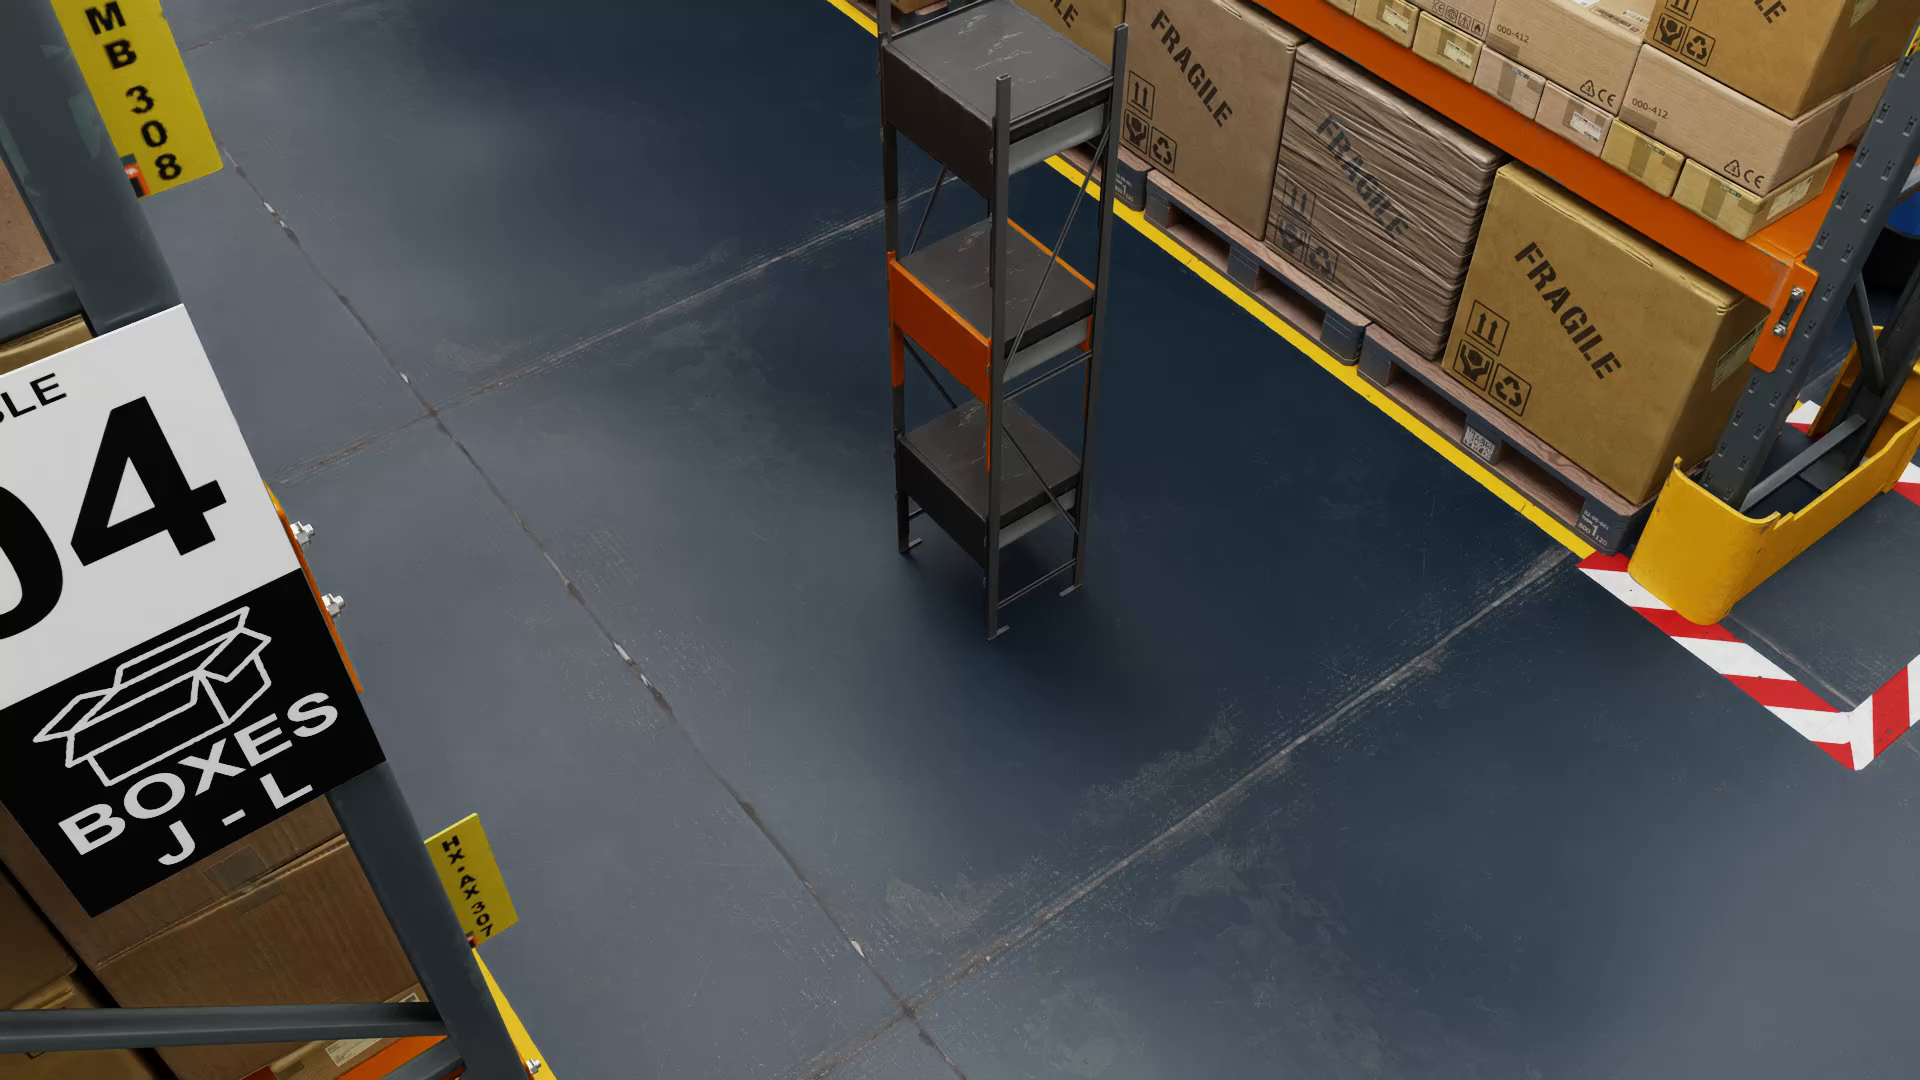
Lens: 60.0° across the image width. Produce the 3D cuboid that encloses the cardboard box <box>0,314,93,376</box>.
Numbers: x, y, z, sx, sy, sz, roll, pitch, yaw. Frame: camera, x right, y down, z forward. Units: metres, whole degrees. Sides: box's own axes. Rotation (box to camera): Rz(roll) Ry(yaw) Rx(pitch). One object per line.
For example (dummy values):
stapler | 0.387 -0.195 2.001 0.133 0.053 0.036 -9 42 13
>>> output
cardboard box | -1.279 -0.253 2.031 0.500 0.250 0.500 -28 53 -23

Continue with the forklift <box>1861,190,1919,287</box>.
forklift | 4.182 -3.036 6.524 1.130 2.935 3.031 2 48 2

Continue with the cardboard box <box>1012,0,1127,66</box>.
cardboard box | 0.712 -2.443 7.091 0.875 0.875 0.875 -29 54 -24

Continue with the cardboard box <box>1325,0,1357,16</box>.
cardboard box | 1.395 -1.961 5.673 0.380 0.149 0.250 -28 54 -23

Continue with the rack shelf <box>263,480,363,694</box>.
rack shelf | -2.422 -0.862 2.967 1.077 0.370 4.000 -29 54 -24

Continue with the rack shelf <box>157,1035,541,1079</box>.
rack shelf | -2.422 0.146 4.079 1.077 0.370 4.000 -29 54 -24

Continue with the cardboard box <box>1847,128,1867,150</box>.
cardboard box | 2.845 -1.355 5.123 0.380 0.149 0.250 -29 54 -24

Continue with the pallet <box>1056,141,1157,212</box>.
pallet | 0.774 -2.020 7.439 1.003 0.211 1.213 -29 54 -24

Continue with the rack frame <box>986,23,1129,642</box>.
rack frame | 0.248 -0.464 4.753 0.400 2.100 0.015 -29 54 -24

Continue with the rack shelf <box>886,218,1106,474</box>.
rack shelf | 0.100 -0.598 4.894 0.431 0.518 0.480 -29 54 -24

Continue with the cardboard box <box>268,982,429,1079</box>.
cardboard box | -1.146 0.830 3.143 0.380 0.149 0.250 -30 54 -24

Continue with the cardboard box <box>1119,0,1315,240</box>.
cardboard box | 1.257 -1.912 6.609 0.875 0.875 0.875 -29 54 -24

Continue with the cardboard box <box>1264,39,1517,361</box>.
cardboard box | 1.796 -1.387 6.134 0.875 0.875 0.875 -29 54 -24

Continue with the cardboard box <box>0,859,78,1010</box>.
cardboard box | -1.686 0.456 2.369 0.500 0.500 0.500 -30 55 -25

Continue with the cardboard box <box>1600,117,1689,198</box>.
cardboard box | 2.161 -1.212 4.994 0.380 0.149 0.250 -29 54 -24

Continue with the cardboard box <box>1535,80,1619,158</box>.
cardboard box | 2.009 -1.361 5.129 0.380 0.149 0.250 -29 54 -24

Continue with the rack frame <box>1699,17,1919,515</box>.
rack frame | 2.798 -1.082 4.706 1.000 3.000 0.127 -29 54 -24

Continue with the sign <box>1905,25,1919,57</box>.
sign | 2.357 -1.315 3.976 0.100 0.325 0.005 -29 54 -24

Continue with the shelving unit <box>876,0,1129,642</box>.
shelving unit | 0.100 -0.608 4.884 0.431 2.100 0.503 -29 54 -24

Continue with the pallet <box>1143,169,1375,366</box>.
pallet | 1.517 -1.300 6.786 1.003 0.211 1.213 -29 54 -24

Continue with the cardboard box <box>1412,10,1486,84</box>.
cardboard box | 1.701 -1.661 5.401 0.380 0.149 0.250 -31 55 -25

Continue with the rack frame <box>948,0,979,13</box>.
rack frame | 0.376 -3.440 6.844 1.000 3.000 0.127 -29 54 -24

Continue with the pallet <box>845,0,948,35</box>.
pallet | -0.151 -2.925 8.259 1.003 0.211 1.213 -29 54 -24

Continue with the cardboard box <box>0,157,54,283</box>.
cardboard box | -1.276 -0.423 1.848 0.500 0.250 0.500 -29 54 -23

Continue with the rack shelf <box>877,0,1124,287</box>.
rack shelf | 0.100 -1.069 4.375 0.431 0.518 0.480 -29 54 -24

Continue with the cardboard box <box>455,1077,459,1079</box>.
cardboard box | -1.258 1.239 3.841 0.380 0.149 0.250 -32 55 -26

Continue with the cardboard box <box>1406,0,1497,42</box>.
cardboard box | 1.678 -1.897 5.346 0.500 0.250 0.500 -31 55 -25

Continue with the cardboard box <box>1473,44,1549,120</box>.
cardboard box | 1.859 -1.509 5.263 0.380 0.149 0.250 -29 54 -23

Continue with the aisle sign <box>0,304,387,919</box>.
aisle sign | -0.928 0.119 1.863 0.394 0.787 0.004 -29 54 -24

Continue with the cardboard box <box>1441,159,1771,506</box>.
cardboard box | 2.347 -0.851 5.647 0.875 0.875 0.875 -29 54 -24

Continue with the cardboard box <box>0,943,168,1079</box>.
cardboard box | -1.688 0.801 2.731 0.500 0.500 0.500 -28 54 -23

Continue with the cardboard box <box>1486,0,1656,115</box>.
cardboard box | 1.987 -1.597 5.074 0.500 0.250 0.500 -30 55 -25

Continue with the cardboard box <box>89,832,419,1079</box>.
cardboard box | -1.263 0.561 2.948 0.500 0.500 0.500 -27 53 -22

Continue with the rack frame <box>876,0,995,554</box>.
rack frame | -0.048 -0.752 5.014 0.400 2.100 0.015 -29 54 -24

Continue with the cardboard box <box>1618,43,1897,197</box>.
cardboard box | 2.293 -1.298 4.803 0.500 0.250 0.500 -30 55 -25

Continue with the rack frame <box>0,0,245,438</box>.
rack frame | -1.211 -0.931 0.520 1.000 3.000 0.127 -29 54 -24

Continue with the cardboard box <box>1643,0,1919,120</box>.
cardboard box | 2.294 -1.553 4.527 0.500 0.500 0.500 -29 54 -24

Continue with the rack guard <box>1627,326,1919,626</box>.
rack guard | 2.812 -0.228 5.619 1.175 0.500 0.348 -29 54 -24

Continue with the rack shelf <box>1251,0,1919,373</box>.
rack shelf | 1.587 -2.019 6.042 1.077 0.370 4.000 -29 54 -24

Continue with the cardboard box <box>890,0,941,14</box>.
cardboard box | -0.028 -3.236 7.810 1.225 0.875 0.875 -29 54 -24

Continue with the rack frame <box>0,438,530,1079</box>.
rack frame | -1.211 1.084 2.743 1.000 3.000 0.127 -29 54 -24

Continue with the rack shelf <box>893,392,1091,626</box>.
rack shelf | 0.100 -0.128 5.412 0.431 0.518 0.480 -29 54 -24

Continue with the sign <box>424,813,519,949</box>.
sign | -0.779 0.549 2.643 0.100 0.325 0.005 -29 54 -24

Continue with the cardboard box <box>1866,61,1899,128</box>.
cardboard box | 2.722 -1.535 5.018 0.500 0.250 0.500 -31 55 -25

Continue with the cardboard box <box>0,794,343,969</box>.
cardboard box | -1.271 0.230 2.573 0.500 0.500 0.500 -30 54 -24

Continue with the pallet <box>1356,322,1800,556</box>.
pallet | 2.251 -0.582 6.135 1.003 0.211 1.213 -29 54 -24

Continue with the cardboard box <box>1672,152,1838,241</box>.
cardboard box | 2.320 -1.060 4.856 0.380 0.149 0.250 -28 54 -23

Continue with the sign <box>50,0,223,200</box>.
sign | -0.779 -0.461 1.529 0.100 0.325 0.005 -29 54 -24

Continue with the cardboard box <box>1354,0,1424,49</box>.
cardboard box | 1.543 -1.814 5.539 0.380 0.149 0.250 -29 54 -24
